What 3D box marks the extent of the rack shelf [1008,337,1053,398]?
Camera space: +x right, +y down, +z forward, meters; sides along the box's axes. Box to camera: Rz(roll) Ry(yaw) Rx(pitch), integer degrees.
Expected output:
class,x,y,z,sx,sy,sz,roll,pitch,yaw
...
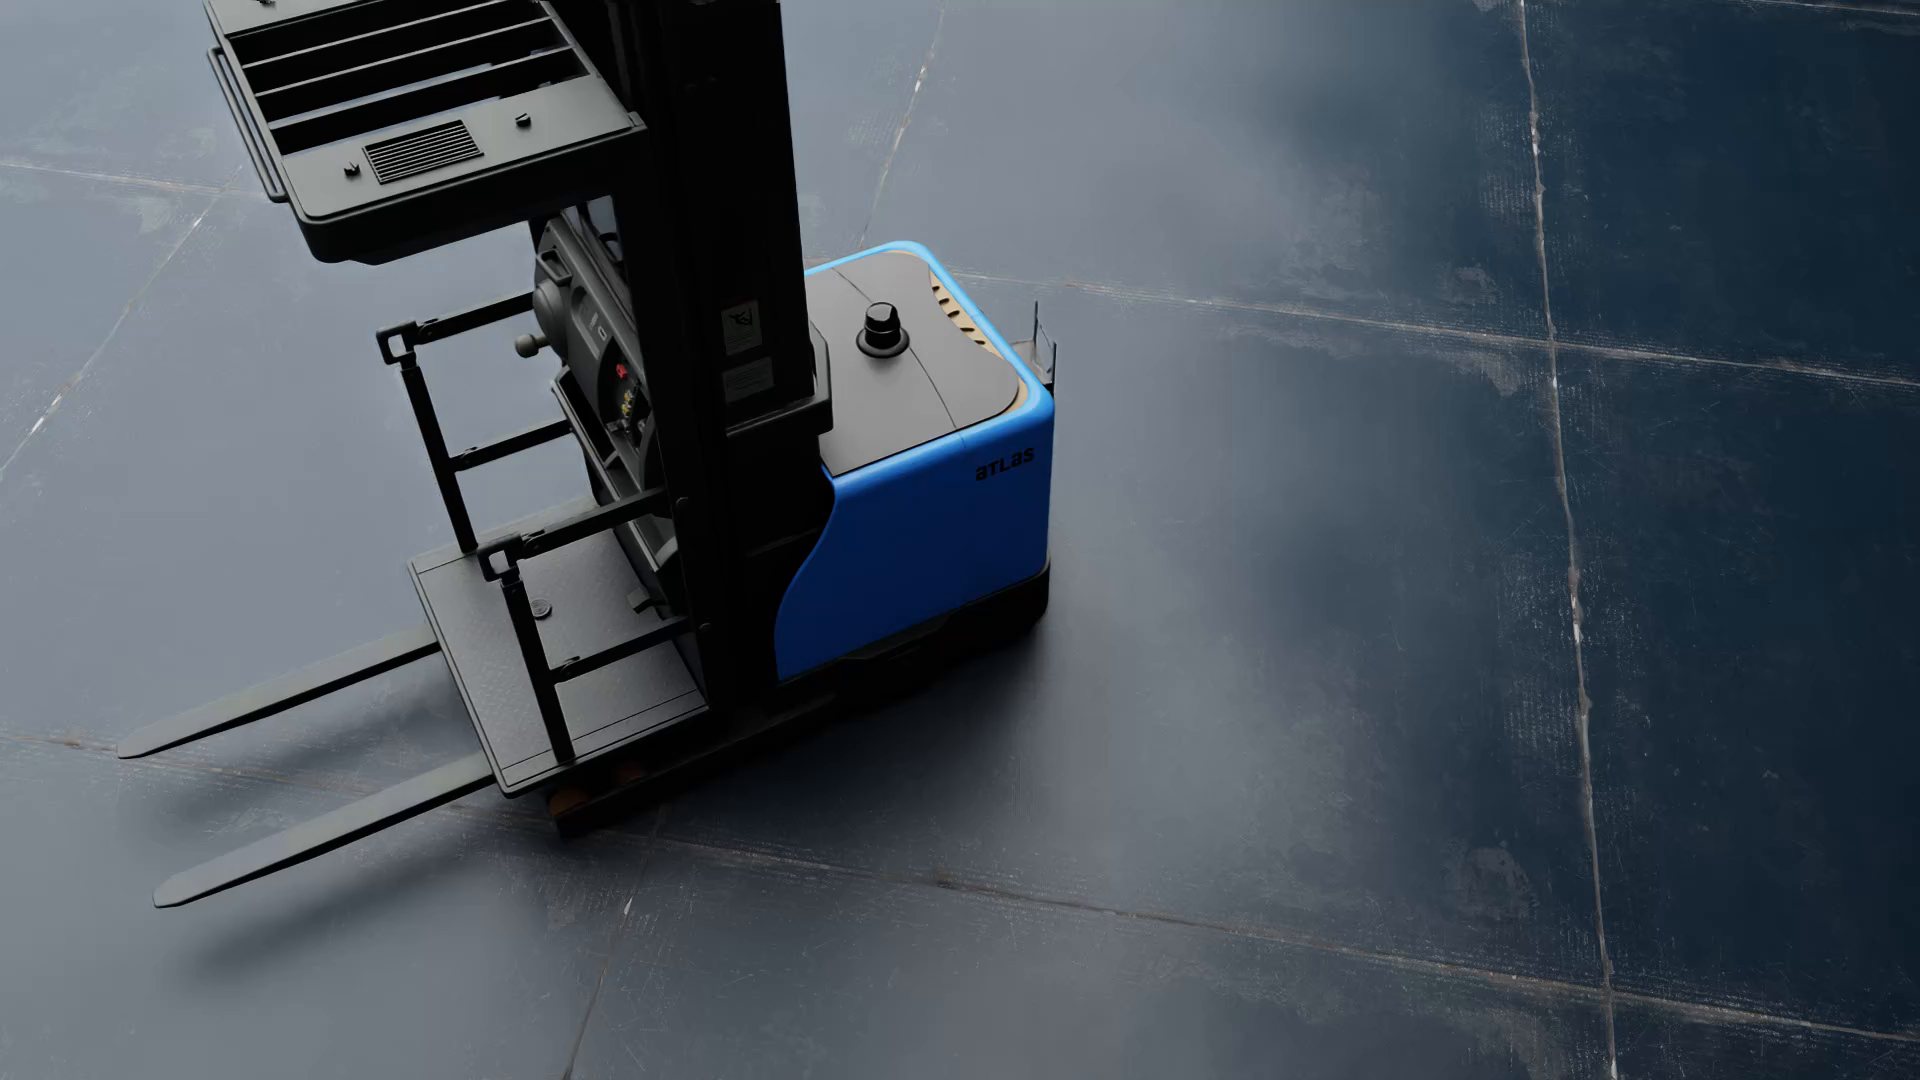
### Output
class,x,y,z,sx,sy,sz,roll,pitch,yaw
rack shelf,0.196,-0.591,5.858,0.200,0.077,0.258,-11,49,-10

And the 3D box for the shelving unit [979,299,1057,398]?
class,x,y,z,sx,sy,sz,roll,pitch,yaw
shelving unit,0.196,-0.433,6.034,0.210,0.900,0.258,-11,49,-10

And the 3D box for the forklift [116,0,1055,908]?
class,x,y,z,sx,sy,sz,roll,pitch,yaw
forklift,-1.229,-0.486,4.716,3.031,2.935,1.130,-22,52,-19

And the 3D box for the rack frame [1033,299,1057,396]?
class,x,y,z,sx,sy,sz,roll,pitch,yaw
rack frame,0.294,-0.453,6.052,0.006,0.900,0.240,-11,49,-10

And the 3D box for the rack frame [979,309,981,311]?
class,x,y,z,sx,sy,sz,roll,pitch,yaw
rack frame,0.097,-0.414,6.017,0.006,0.900,0.240,-11,49,-10
